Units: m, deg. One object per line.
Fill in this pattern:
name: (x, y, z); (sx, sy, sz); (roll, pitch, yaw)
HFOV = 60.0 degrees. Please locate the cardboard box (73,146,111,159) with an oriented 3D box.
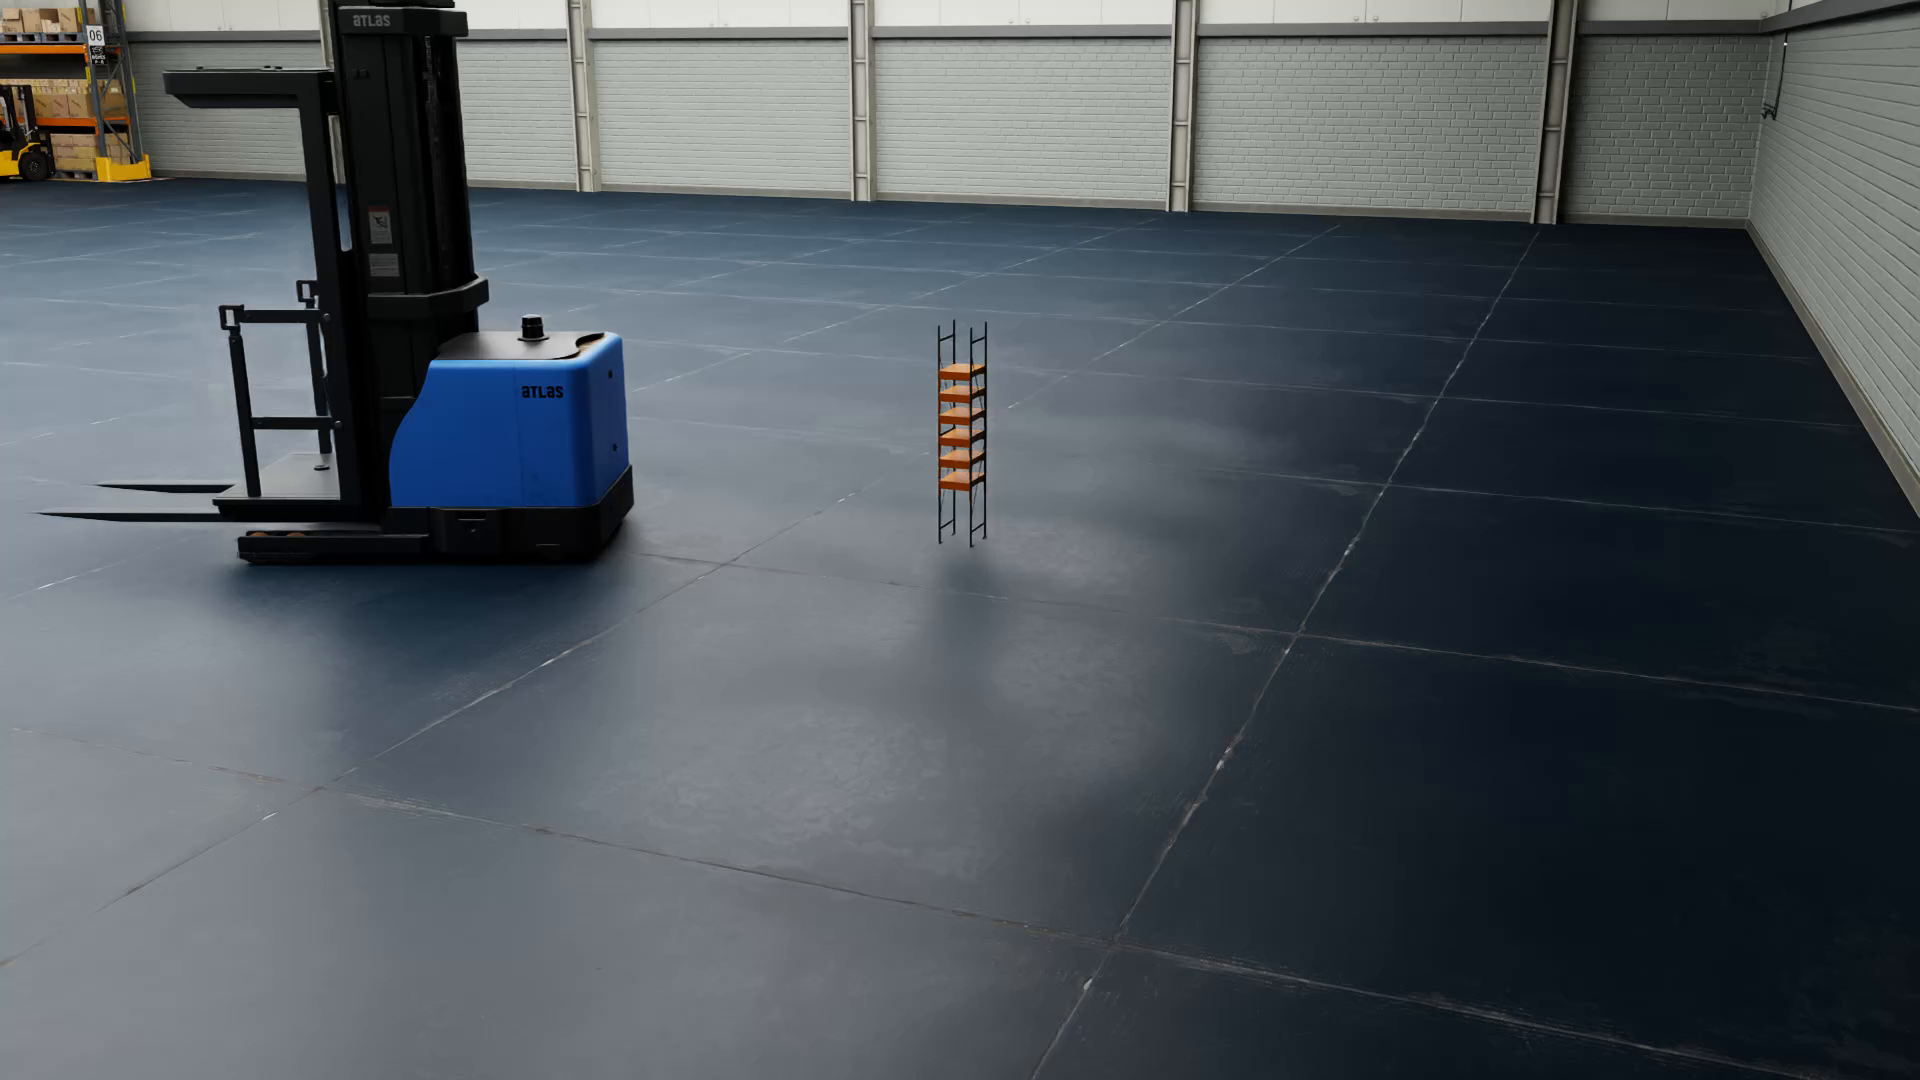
cardboard box: (-18.780, -8.389, 35.973); (0.500, 0.250, 0.500); (6, 17, 20)

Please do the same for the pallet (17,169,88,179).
pallet: (-20.070, -8.153, 36.878); (1.213, 0.211, 1.003); (6, 17, 21)

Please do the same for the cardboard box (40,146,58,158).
cardboard box: (-19.730, -8.491, 36.322); (0.500, 0.250, 0.500); (6, 17, 19)

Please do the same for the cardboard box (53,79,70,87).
cardboard box: (-19.321, -9.865, 35.899); (0.250, 0.149, 0.380); (6, 17, 21)

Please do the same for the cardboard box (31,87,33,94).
cardboard box: (-20.039, -9.795, 36.192); (0.250, 0.149, 0.380); (6, 17, 20)

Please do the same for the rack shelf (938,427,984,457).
rack shelf: (0.013, -0.532, 9.014); (0.180, 0.103, 0.258); (6, 17, 21)

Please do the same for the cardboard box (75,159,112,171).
cardboard box: (-18.765, -8.147, 36.034); (0.500, 0.250, 0.500); (6, 17, 21)

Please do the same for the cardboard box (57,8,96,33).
cardboard box: (-18.713, -11.020, 35.259); (0.500, 0.500, 0.500); (7, 18, 22)

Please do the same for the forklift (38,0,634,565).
forklift: (-3.405, -1.426, 8.830); (3.031, 2.935, 1.130); (0, 16, 1)

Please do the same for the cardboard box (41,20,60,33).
cardboard box: (-19.330, -10.957, 35.464); (0.258, 0.266, 0.396); (6, 17, 21)

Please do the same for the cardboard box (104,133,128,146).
cardboard box: (-18.590, -8.759, 36.349); (0.500, 0.250, 0.500); (6, 17, 20)

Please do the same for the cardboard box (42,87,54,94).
cardboard box: (-19.597, -9.726, 35.952); (0.250, 0.149, 0.380); (6, 17, 19)

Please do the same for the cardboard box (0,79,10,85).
cardboard box: (-20.775, -10.002, 36.369); (0.250, 0.149, 0.380); (6, 17, 20)

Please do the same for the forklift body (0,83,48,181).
forklift body: (-20.645, -8.612, 34.982); (1.214, 2.155, 2.313); (6, 17, 21)

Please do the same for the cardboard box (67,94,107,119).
cardboard box: (-18.766, -9.329, 35.750); (0.500, 0.500, 0.500); (6, 17, 19)

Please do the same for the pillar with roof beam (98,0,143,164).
pillar with roof beam: (-20.109, -11.369, 32.194); (0.400, 9.000, 9.100); (6, 17, 21)

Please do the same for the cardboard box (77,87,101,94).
cardboard box: (-18.637, -9.622, 35.593); (0.250, 0.149, 0.380); (7, 17, 21)

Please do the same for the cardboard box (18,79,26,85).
cardboard box: (-20.280, -9.969, 36.257); (0.250, 0.149, 0.380); (6, 17, 21)

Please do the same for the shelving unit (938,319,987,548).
shelving unit: (0.013, -0.575, 9.001); (0.189, 1.200, 0.258); (6, 17, 21)

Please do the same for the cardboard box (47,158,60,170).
cardboard box: (-19.686, -8.253, 36.402); (0.500, 0.250, 0.500); (6, 17, 21)

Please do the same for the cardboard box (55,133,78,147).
cardboard box: (-19.232, -8.678, 36.069); (0.500, 0.250, 0.500); (7, 17, 22)

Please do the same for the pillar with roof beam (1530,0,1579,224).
pillar with roof beam: (7.799, -8.300, 21.623); (0.400, 9.000, 9.100); (6, 17, 21)

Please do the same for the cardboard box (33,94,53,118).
cardboard box: (-19.722, -9.437, 36.122); (0.500, 0.500, 0.500); (6, 17, 20)

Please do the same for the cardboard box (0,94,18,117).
cardboard box: (-20.654, -9.543, 36.485); (0.500, 0.500, 0.500); (6, 17, 20)

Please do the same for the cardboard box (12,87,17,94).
cardboard box: (-20.553, -9.829, 36.307); (0.250, 0.149, 0.380); (6, 17, 19)

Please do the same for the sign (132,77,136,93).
sign: (-18.003, -9.896, 36.187); (0.005, 0.325, 0.100); (6, 17, 21)

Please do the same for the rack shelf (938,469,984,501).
rack shelf: (0.013, -0.302, 9.081); (0.180, 0.103, 0.258); (6, 17, 21)

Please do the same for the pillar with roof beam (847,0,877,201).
pillar with roof beam: (-3.364, -9.527, 25.851); (0.400, 9.000, 9.100); (6, 17, 21)

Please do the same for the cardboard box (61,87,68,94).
cardboard box: (-19.105, -9.682, 35.803); (0.250, 0.149, 0.380); (7, 17, 22)

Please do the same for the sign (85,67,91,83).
sign: (-18.424, -9.830, 35.151); (0.005, 0.325, 0.100); (6, 17, 21)

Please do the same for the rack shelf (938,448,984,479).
rack shelf: (0.013, -0.417, 9.047); (0.180, 0.103, 0.258); (6, 17, 21)

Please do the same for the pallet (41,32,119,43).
pallet: (-18.860, -10.776, 35.692); (1.213, 0.211, 1.003); (6, 17, 21)

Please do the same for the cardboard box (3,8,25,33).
cardboard box: (-20.160, -11.222, 35.949); (0.637, 0.503, 0.797); (7, 18, 22)

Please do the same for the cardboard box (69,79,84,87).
cardboard box: (-18.863, -9.801, 35.677); (0.250, 0.149, 0.380); (6, 17, 21)

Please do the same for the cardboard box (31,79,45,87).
cardboard box: (-19.847, -9.888, 35.978); (0.250, 0.149, 0.380); (7, 17, 22)

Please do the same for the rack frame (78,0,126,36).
rack frame: (-18.212, -12.180, 34.989); (0.127, 3.000, 1.000); (6, 17, 21)

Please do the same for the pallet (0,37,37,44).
pallet: (-21.130, -11.026, 36.552); (1.213, 0.211, 1.003); (6, 17, 21)

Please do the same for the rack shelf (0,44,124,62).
rack shelf: (-20.073, -10.599, 36.212); (4.000, 0.370, 1.077); (6, 17, 21)

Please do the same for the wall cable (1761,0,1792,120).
wall cable: (11.634, -7.281, 23.682); (0.112, 2.526, 3.097); (6, 17, 21)

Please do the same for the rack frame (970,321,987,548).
rack frame: (0.099, -0.565, 8.969); (0.006, 1.200, 0.240); (6, 17, 21)
